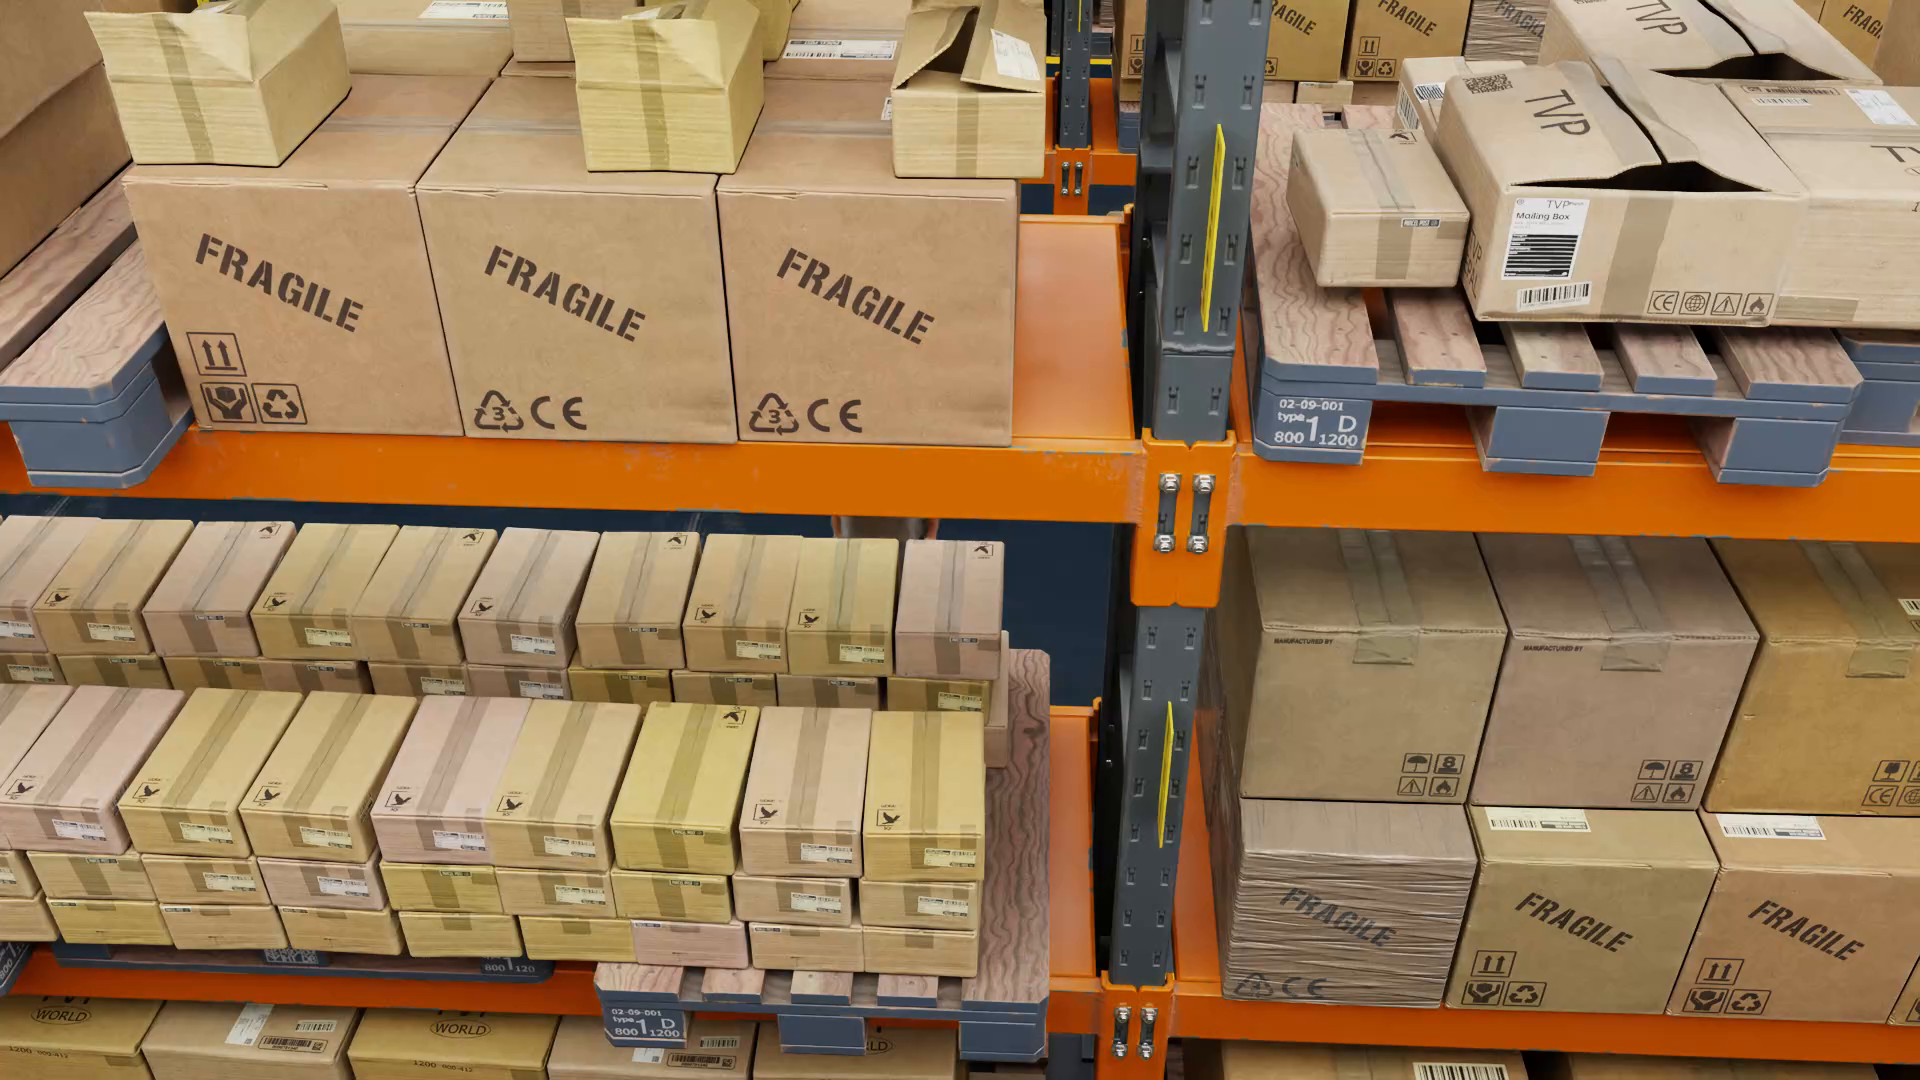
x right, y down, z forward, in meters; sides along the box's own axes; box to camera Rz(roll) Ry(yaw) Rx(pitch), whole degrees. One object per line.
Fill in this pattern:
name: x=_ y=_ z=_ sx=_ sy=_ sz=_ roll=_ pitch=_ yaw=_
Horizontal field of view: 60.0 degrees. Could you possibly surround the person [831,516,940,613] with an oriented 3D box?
person: x=-0.275 y=-0.027 z=6.209 sx=0.451 sy=1.658 sz=0.352 roll=2 pitch=36 yaw=3
